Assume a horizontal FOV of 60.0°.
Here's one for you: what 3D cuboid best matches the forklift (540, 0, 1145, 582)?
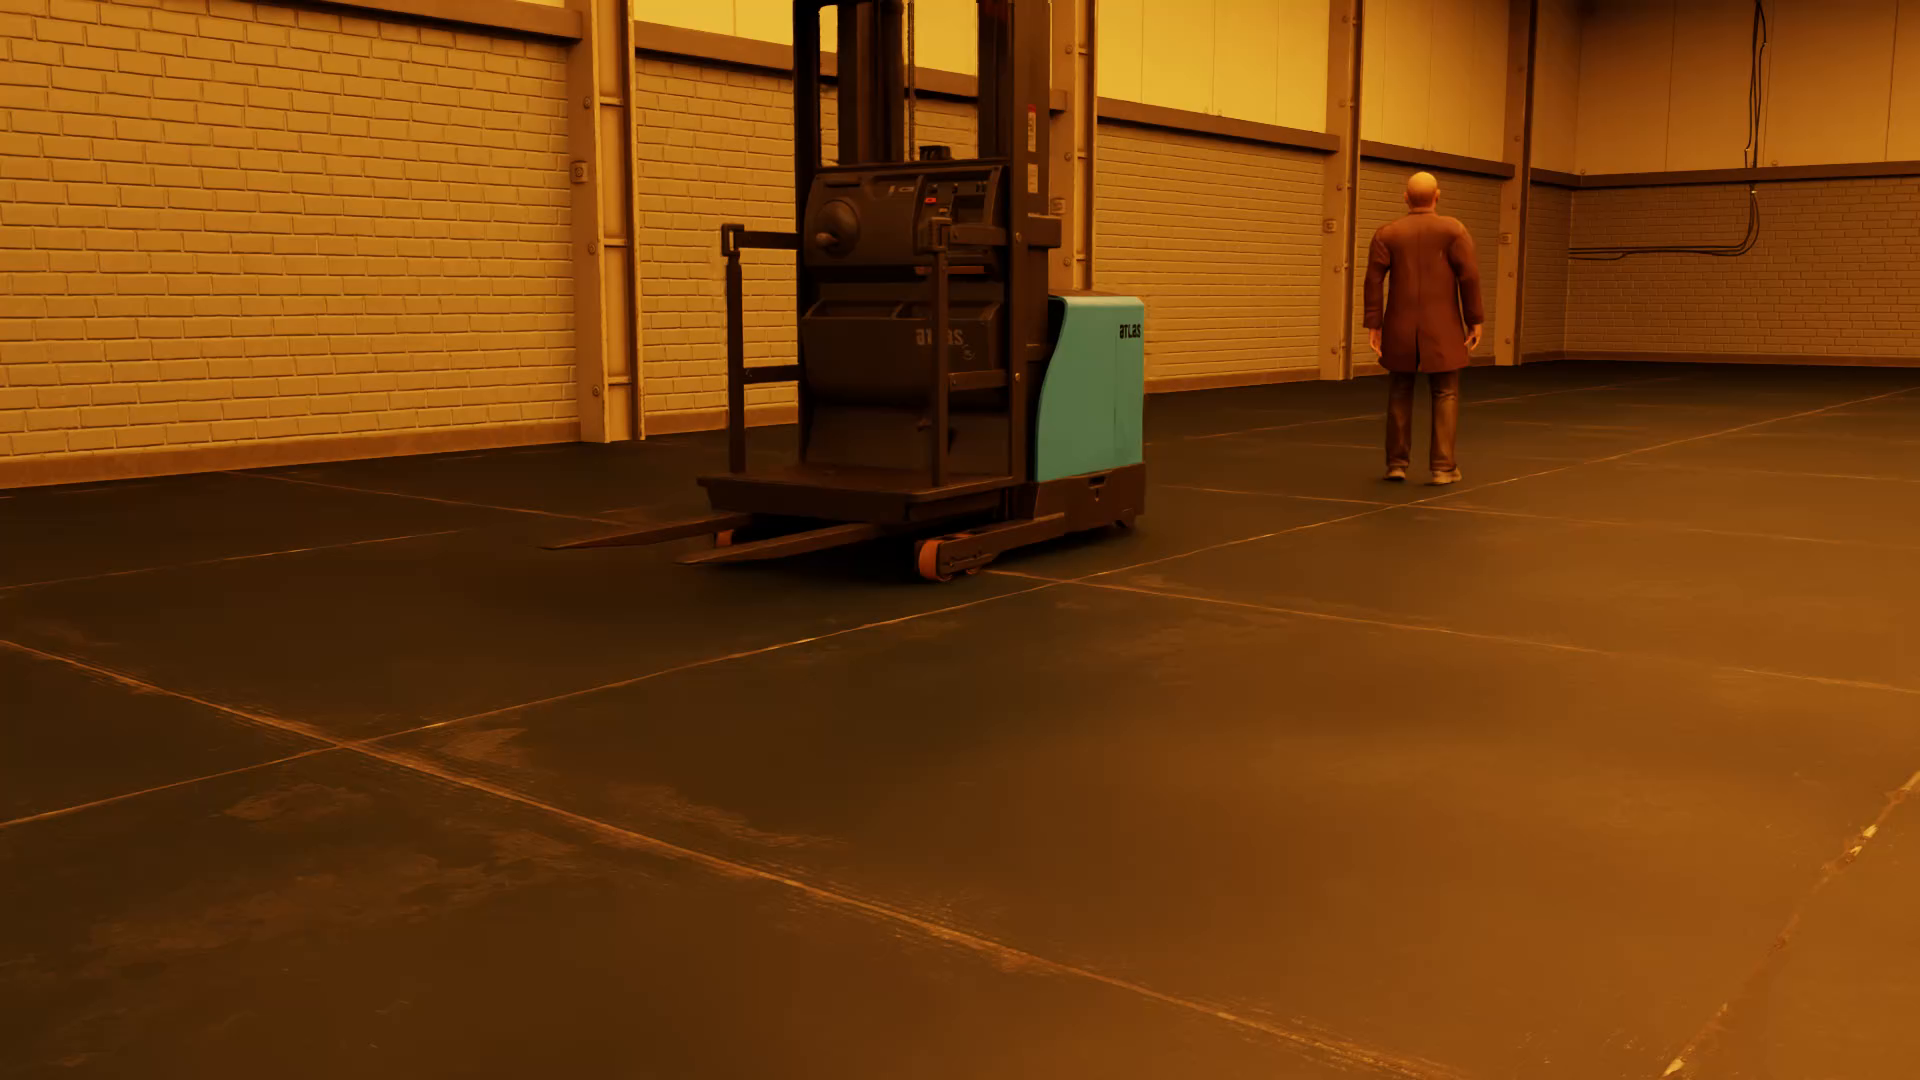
[{"bbox_3d":[-0.353,-1.366,6.616,1.130,2.935,3.031,5,10,32],"label":"forklift"}]

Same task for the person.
[{"bbox_3d":[2.703,-1.210,9.652,0.681,1.803,0.511,4,9,27],"label":"person"}]
